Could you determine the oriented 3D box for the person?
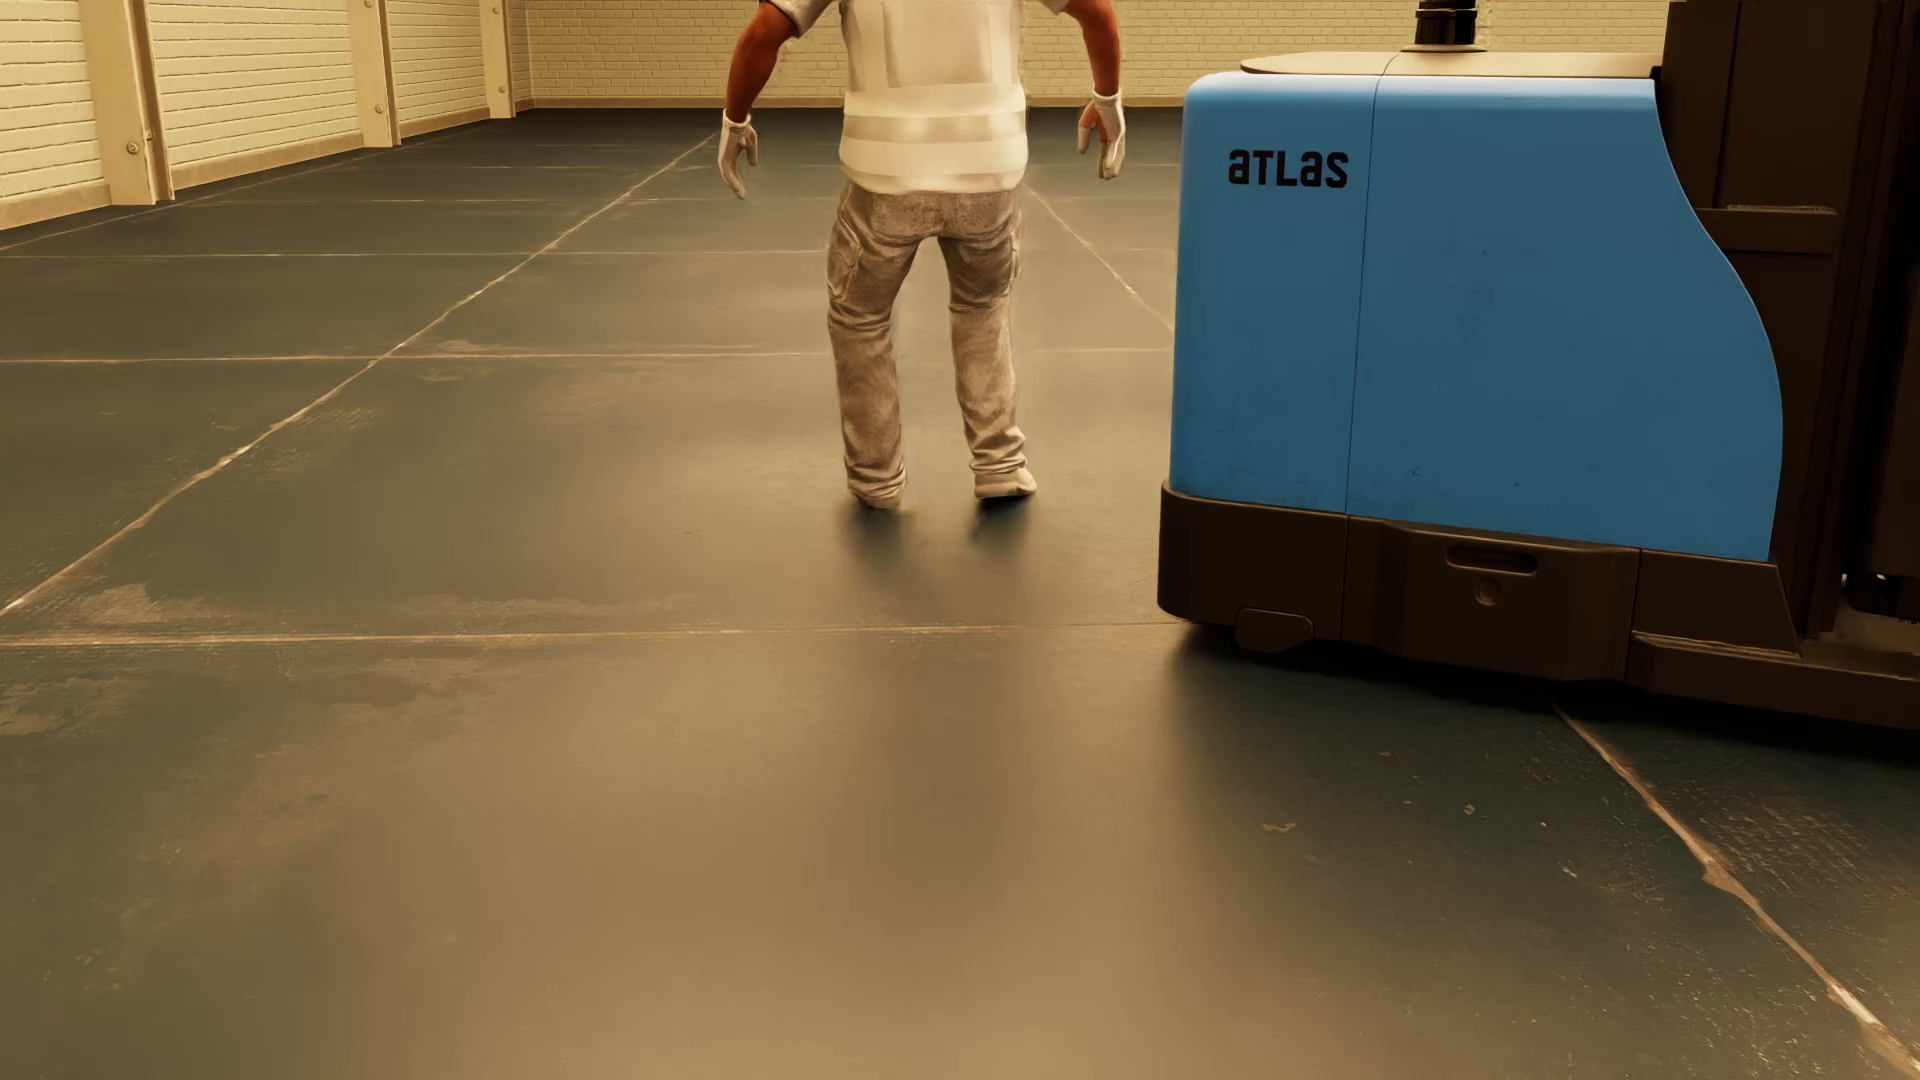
[{"bbox_3d":[-0.092,-0.885,3.944,0.961,1.749,0.625,-3,17,-9],"label":"person"}]

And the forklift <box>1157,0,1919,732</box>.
[{"bbox_3d":[1.949,-1.148,2.660,3.031,2.935,1.130,8,19,23],"label":"forklift"}]
